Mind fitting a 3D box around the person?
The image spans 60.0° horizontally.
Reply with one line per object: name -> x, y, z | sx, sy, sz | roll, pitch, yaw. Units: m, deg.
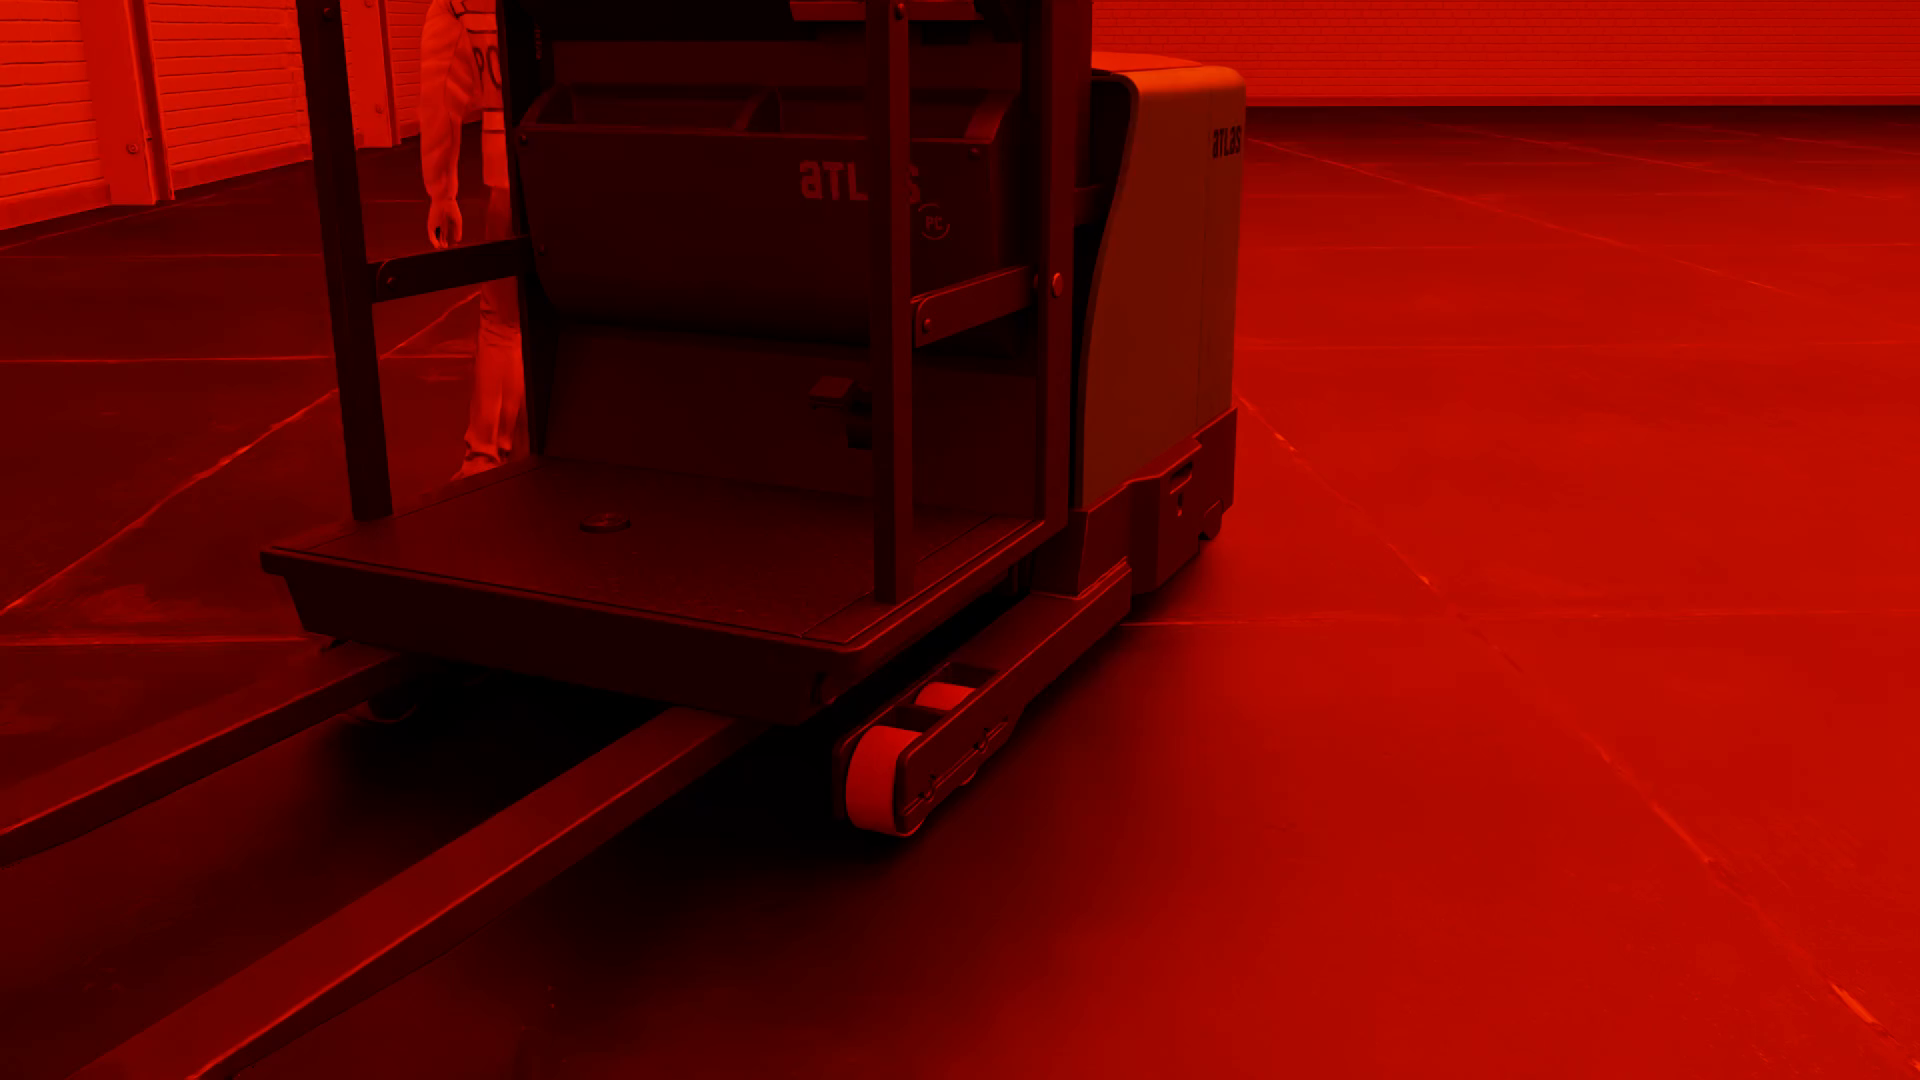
person -> -0.965, -0.838, 3.968 | 0.799, 1.600, 0.434 | 6, 18, 18

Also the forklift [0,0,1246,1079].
forklift -> -0.432, -1.103, 2.514 | 1.130, 2.935, 3.031 | 8, 19, 24
